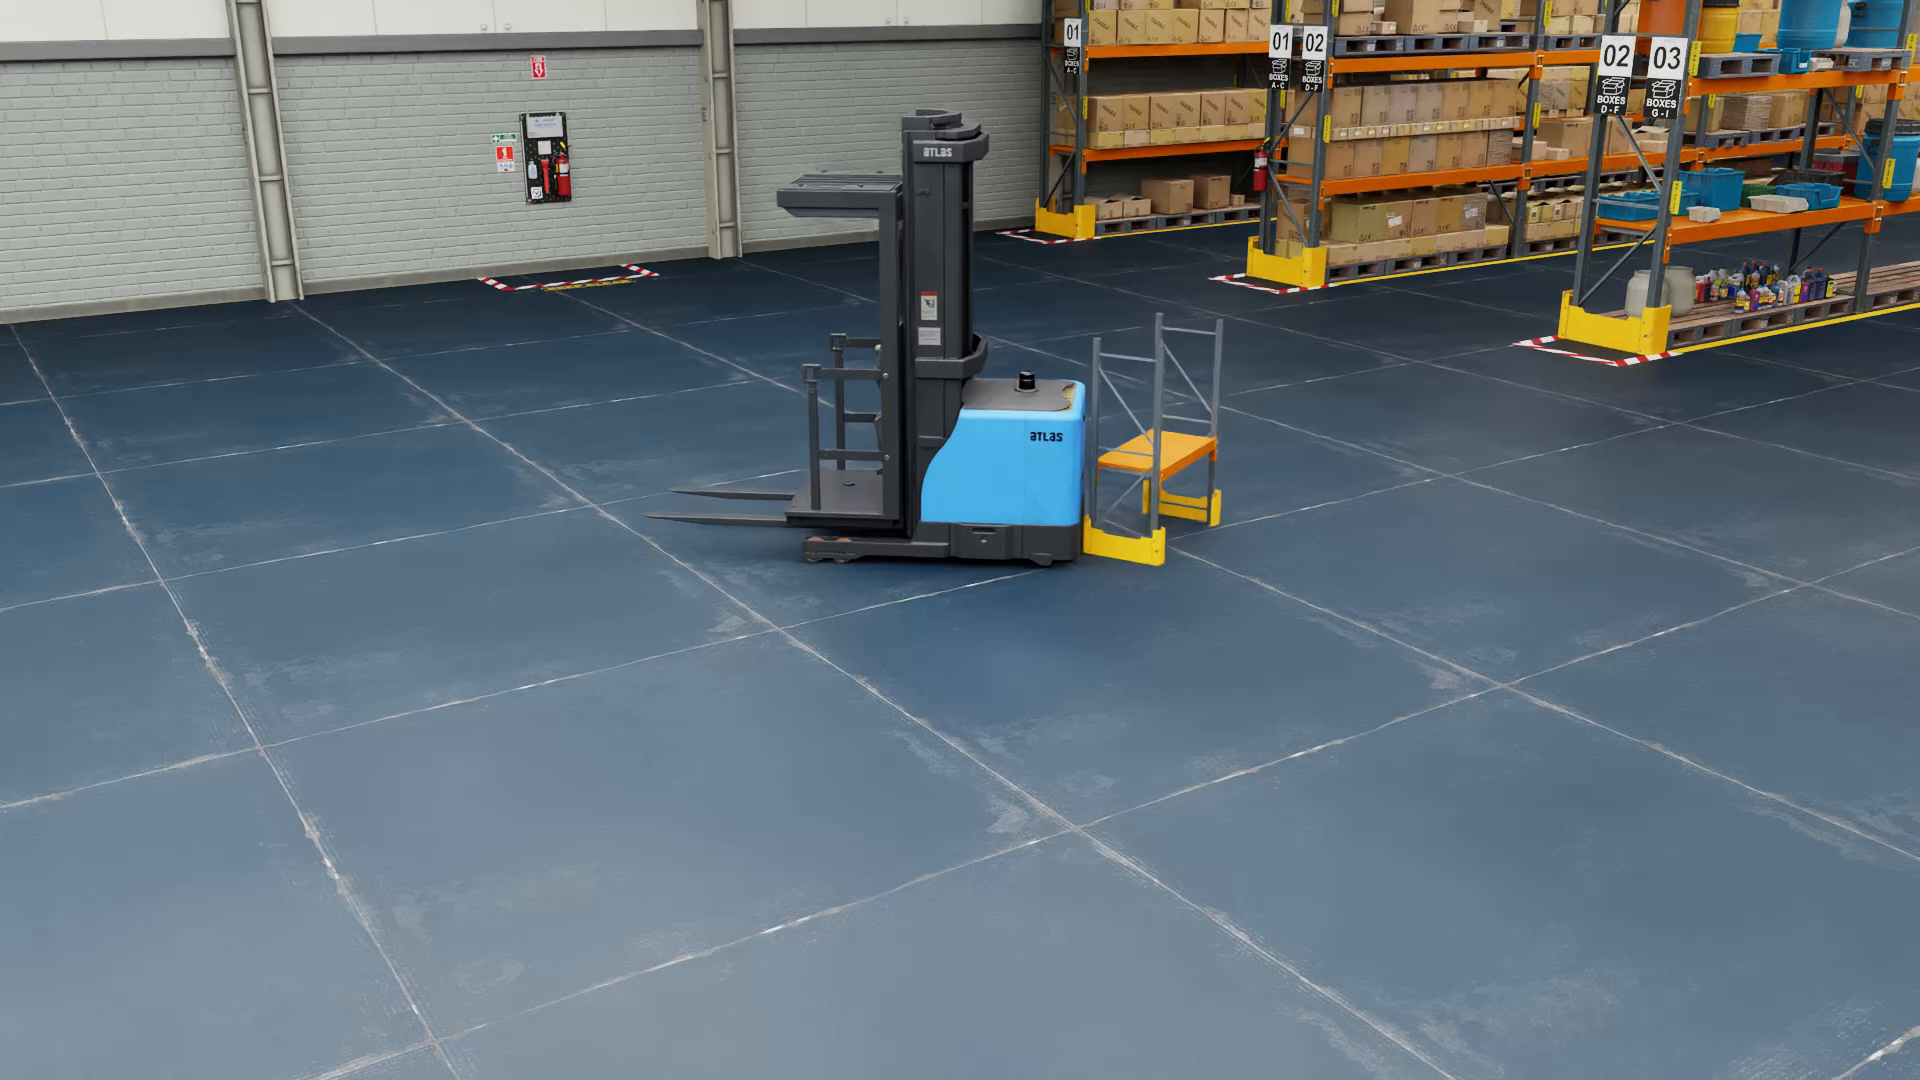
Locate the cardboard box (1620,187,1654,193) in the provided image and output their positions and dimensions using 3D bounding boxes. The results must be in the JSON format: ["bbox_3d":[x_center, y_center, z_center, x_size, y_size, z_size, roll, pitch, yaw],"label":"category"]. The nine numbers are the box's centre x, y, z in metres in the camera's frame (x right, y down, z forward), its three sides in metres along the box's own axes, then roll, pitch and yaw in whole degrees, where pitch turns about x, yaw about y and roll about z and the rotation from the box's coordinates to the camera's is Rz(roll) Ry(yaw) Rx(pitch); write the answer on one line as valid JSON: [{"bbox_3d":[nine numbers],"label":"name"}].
[{"bbox_3d":[10.235,-5.160,25.086,0.500,0.311,0.500,-12,22,-32],"label":"cardboard box"}]

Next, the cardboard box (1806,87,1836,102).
[{"bbox_3d":[14.588,-7.633,27.923,0.500,0.500,0.500,-12,22,-31],"label":"cardboard box"}]

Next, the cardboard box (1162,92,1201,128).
[{"bbox_3d":[3.400,-6.730,26.000,0.500,0.500,0.500,-11,22,-30],"label":"cardboard box"}]

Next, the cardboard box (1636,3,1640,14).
[{"bbox_3d":[12.736,-10.012,31.414,0.500,0.250,0.500,-12,22,-33],"label":"cardboard box"}]

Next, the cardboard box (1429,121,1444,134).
[{"bbox_3d":[6.236,-5.524,22.231,0.250,0.149,0.380,-11,22,-30],"label":"cardboard box"}]

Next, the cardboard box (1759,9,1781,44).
[{"bbox_3d":[12.173,-7.985,25.841,0.500,0.500,0.910,-12,22,-31],"label":"cardboard box"}]

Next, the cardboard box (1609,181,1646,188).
[{"bbox_3d":[10.368,-5.398,25.790,0.500,0.311,0.500,-11,22,-30],"label":"cardboard box"}]

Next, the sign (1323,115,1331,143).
[{"bbox_3d":[4.586,-5.138,20.785,0.005,0.325,0.100,-12,22,-31],"label":"sign"}]

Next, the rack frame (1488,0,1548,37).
[{"bbox_3d":[7.627,-8.387,22.502,0.127,3.000,1.000,-12,22,-31],"label":"rack frame"}]

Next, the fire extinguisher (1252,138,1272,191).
[{"bbox_3d":[3.932,-4.907,21.697,0.183,0.674,0.296,-12,22,-31],"label":"fire extinguisher"}]

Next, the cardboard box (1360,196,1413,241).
[{"bbox_3d":[5.683,-4.307,22.268,0.500,0.500,0.500,-12,22,-31],"label":"cardboard box"}]

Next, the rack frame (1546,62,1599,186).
[{"bbox_3d":[11.581,-8.278,31.548,0.127,3.000,1.000,-12,22,-31],"label":"rack frame"}]

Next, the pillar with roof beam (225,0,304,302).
[{"bbox_3d":[-5.987,-6.096,15.726,0.400,9.000,9.100,-12,22,-31],"label":"pillar with roof beam"}]

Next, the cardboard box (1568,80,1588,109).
[{"bbox_3d":[11.334,-8.327,31.041,0.500,0.500,0.500,-12,22,-32],"label":"cardboard box"}]

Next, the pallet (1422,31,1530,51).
[{"bbox_3d":[6.929,-6.767,22.532,1.213,0.211,1.003,-12,22,-31],"label":"pallet"}]

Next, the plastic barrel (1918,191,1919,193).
[{"bbox_3d":[11.538,-4.346,20.132,0.301,0.262,0.301,0,19,0],"label":"plastic barrel"}]

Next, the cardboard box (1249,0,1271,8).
[{"bbox_3d":[4.630,-8.660,26.245,0.500,0.500,0.500,-14,23,-36],"label":"cardboard box"}]

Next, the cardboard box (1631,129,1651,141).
[{"bbox_3d":[10.114,-6.102,25.248,0.500,0.311,0.500,-12,22,-32],"label":"cardboard box"}]

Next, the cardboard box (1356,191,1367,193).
[{"bbox_3d":[6.774,-6.303,28.920,0.500,0.500,0.700,-12,22,-32],"label":"cardboard box"}]

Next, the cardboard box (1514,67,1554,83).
[{"bbox_3d":[10.473,-8.503,30.391,0.500,0.250,0.500,-11,22,-30],"label":"cardboard box"}]

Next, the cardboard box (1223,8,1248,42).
[{"bbox_3d":[4.184,-8.106,26.168,0.500,0.500,0.500,-14,23,-36],"label":"cardboard box"}]

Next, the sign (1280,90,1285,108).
[{"bbox_3d":[5.204,-7.136,26.816,0.005,0.325,0.100,-12,22,-31],"label":"sign"}]

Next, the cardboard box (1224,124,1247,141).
[{"bbox_3d":[4.250,-6.558,26.661,0.500,0.250,0.500,-12,22,-31],"label":"cardboard box"}]

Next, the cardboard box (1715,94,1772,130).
[{"bbox_3d":[12.300,-6.747,26.206,0.500,0.500,0.700,-8,20,-21],"label":"cardboard box"}]

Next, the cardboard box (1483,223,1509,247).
[{"bbox_3d":[7.360,-4.301,23.421,0.500,0.250,0.500,-12,22,-31],"label":"cardboard box"}]

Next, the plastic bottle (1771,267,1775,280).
[{"bbox_3d":[9.645,-3.109,19.813,0.133,0.283,0.061,-12,22,-31],"label":"plastic bottle"}]

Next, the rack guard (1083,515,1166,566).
[{"bbox_3d":[1.118,0.000,11.355,0.587,0.250,0.087,11,21,29],"label":"rack guard"}]

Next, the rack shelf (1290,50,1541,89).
[{"bbox_3d":[5.956,-6.273,22.056,4.000,0.370,1.077,-12,22,-31],"label":"rack shelf"}]

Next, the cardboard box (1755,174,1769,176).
[{"bbox_3d":[12.909,-5.775,27.360,0.500,0.500,0.500,-12,22,-31],"label":"cardboard box"}]

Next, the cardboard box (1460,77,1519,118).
[{"bbox_3d":[7.260,-6.127,23.003,0.500,0.500,0.700,-12,22,-31],"label":"cardboard box"}]

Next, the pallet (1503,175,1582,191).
[{"bbox_3d":[10.978,-6.801,31.533,1.213,0.211,1.003,-12,22,-31],"label":"pallet"}]

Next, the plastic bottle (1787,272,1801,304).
[{"bbox_3d":[9.538,-2.892,19.064,0.185,0.351,0.144,-12,22,-32],"label":"plastic bottle"}]

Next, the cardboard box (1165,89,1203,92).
[{"bbox_3d":[3.538,-6.960,26.679,0.500,0.500,0.500,-11,22,-30],"label":"cardboard box"}]

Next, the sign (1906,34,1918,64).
[{"bbox_3d":[10.641,-5.495,18.619,0.005,0.325,0.100,-12,22,-31],"label":"sign"}]

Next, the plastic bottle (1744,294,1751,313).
[{"bbox_3d":[8.779,-2.652,18.587,0.097,0.201,0.097,0,19,0],"label":"plastic bottle"}]

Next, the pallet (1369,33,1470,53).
[{"bbox_3d":[5.911,-6.553,21.900,1.213,0.211,1.003,-12,22,-31],"label":"pallet"}]

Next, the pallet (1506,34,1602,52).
[{"bbox_3d":[8.356,-7.034,23.483,1.217,0.209,0.805,-13,23,-34],"label":"pallet"}]

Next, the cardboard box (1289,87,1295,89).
[{"bbox_3d":[5.814,-7.302,27.817,0.500,0.500,0.700,-9,21,-26],"label":"cardboard box"}]

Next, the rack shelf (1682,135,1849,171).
[{"bbox_3d":[12.638,-6.261,26.704,4.000,0.370,1.077,-12,22,-31],"label":"rack shelf"}]

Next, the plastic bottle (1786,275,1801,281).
[{"bbox_3d":[9.706,-2.948,19.348,0.135,0.276,0.152,-12,22,-31],"label":"plastic bottle"}]

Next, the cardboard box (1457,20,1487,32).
[{"bbox_3d":[6.770,-6.827,22.088,0.250,0.149,0.380,-12,22,-31],"label":"cardboard box"}]

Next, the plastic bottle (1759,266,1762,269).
[{"bbox_3d":[9.586,-3.134,19.898,0.135,0.276,0.152,-11,22,-29],"label":"plastic bottle"}]

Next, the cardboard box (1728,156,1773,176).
[{"bbox_3d":[12.935,-6.137,27.260,0.500,0.250,0.500,-12,22,-31],"label":"cardboard box"}]

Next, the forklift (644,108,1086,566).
[{"bbox_3d":[-0.655,-1.400,11.308,3.031,2.935,1.130,2,19,6],"label":"forklift"}]

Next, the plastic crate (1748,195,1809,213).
[{"bbox_3d":[9.131,-3.741,18.538,0.437,0.136,0.530,-12,22,-31],"label":"plastic crate"}]

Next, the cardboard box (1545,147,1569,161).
[{"bbox_3d":[8.479,-5.527,23.803,0.250,0.149,0.380,-12,22,-31],"label":"cardboard box"}]

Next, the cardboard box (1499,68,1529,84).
[{"bbox_3d":[10.048,-8.413,30.125,0.500,0.250,0.500,-12,22,-33],"label":"cardboard box"}]

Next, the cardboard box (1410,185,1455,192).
[{"bbox_3d":[6.654,-4.708,23.455,0.500,0.500,0.500,-12,22,-31],"label":"cardboard box"}]

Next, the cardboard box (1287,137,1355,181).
[{"bbox_3d":[4.683,-4.967,21.596,0.500,0.500,0.700,-12,22,-31],"label":"cardboard box"}]

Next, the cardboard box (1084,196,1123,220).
[{"bbox_3d":[2.186,-5.197,25.946,0.500,0.311,0.500,-15,24,-37],"label":"cardboard box"}]

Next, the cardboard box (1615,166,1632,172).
[{"bbox_3d":[12.683,-7.485,32.449,0.500,0.500,0.700,-12,22,-32],"label":"cardboard box"}]

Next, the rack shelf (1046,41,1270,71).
[{"bbox_3d":[3.229,-7.597,25.973,4.000,0.370,1.077,-12,22,-31],"label":"rack shelf"}]

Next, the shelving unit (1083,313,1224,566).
[{"bbox_3d":[1.369,-0.730,11.563,0.587,1.500,1.083,11,21,29],"label":"shelving unit"}]

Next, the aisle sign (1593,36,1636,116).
[{"bbox_3d":[6.784,-4.813,17.239,0.004,0.787,0.394,-12,22,-31],"label":"aisle sign"}]
